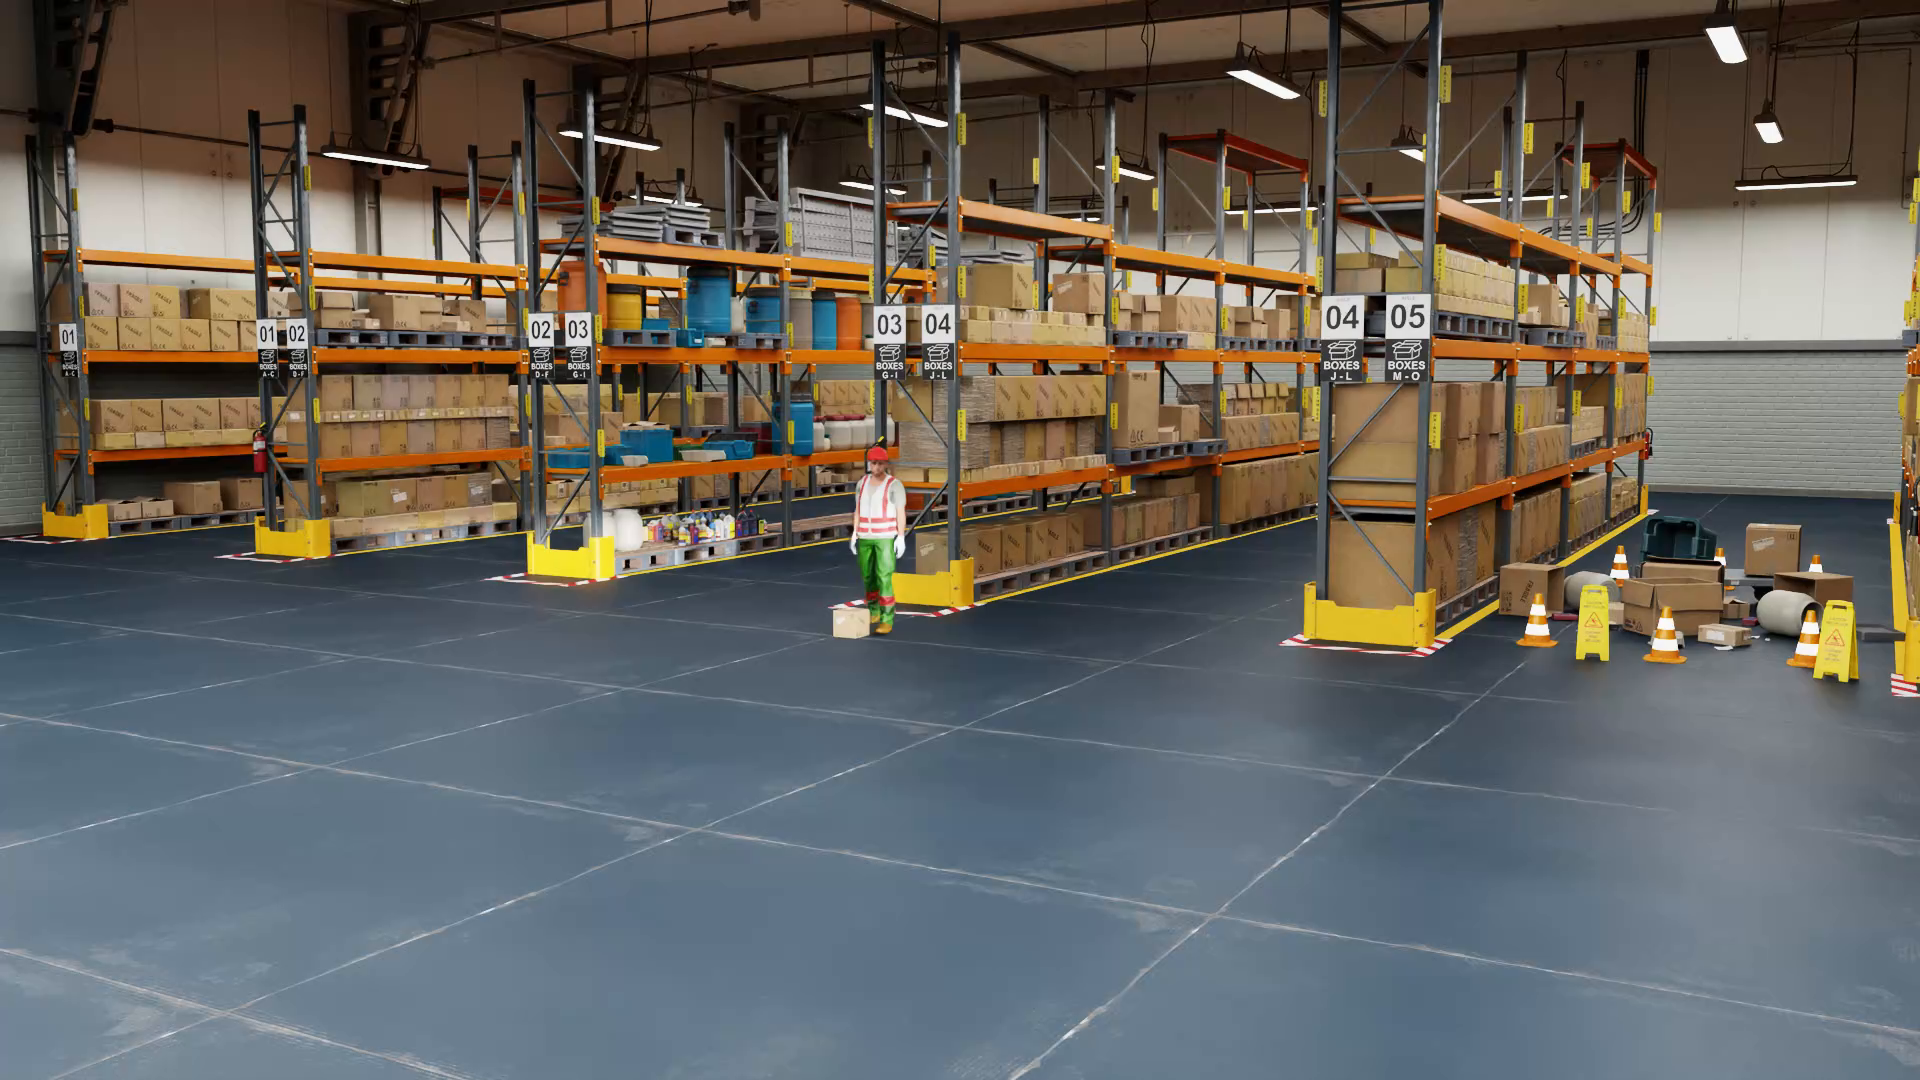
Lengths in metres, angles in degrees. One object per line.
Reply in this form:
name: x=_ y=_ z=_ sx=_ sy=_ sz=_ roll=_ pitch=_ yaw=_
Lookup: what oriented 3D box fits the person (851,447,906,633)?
person: x=-0.816 y=-0.006 z=16.144 sx=0.613 sy=1.802 sz=0.623 roll=3 pitch=7 yaw=28
